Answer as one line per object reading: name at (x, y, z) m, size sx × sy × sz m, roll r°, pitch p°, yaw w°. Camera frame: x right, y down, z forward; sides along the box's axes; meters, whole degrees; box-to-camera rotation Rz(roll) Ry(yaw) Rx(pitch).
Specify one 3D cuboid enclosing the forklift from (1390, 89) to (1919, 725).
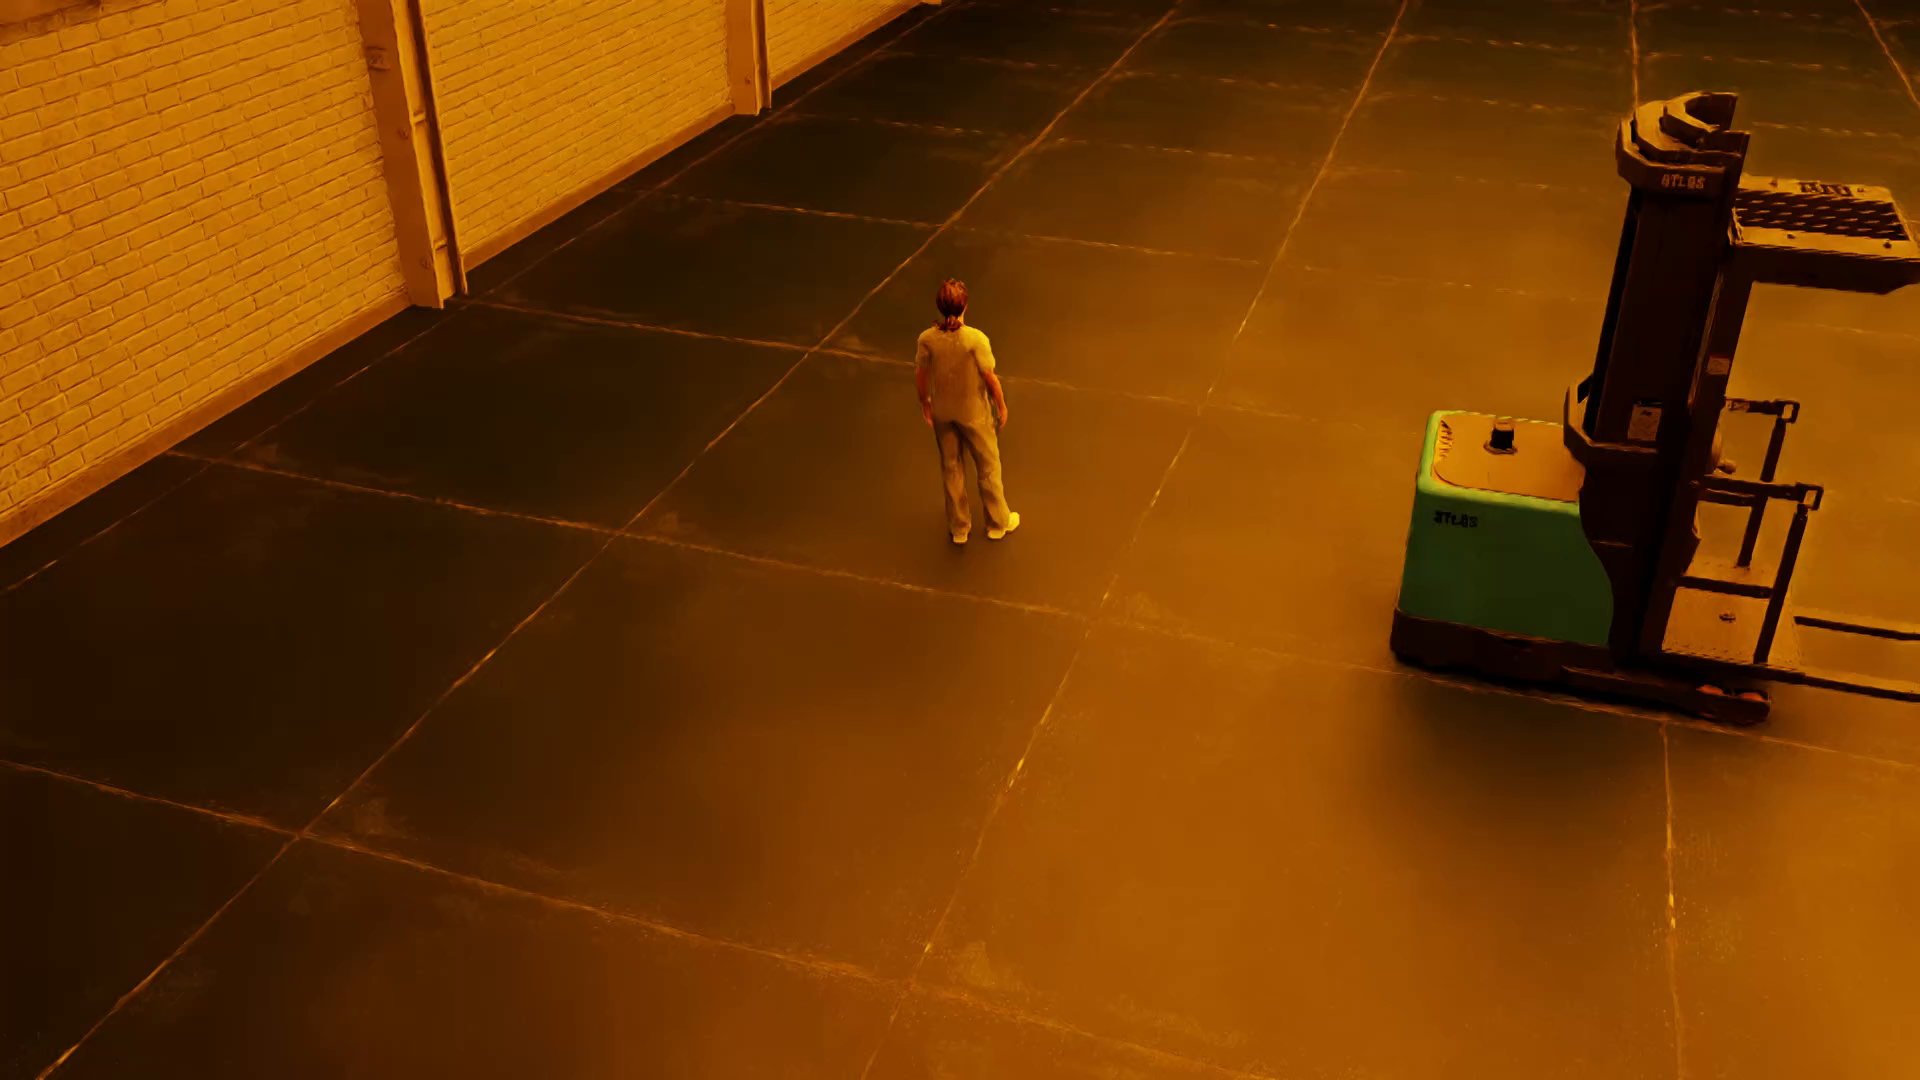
forklift at (3.894, -0.629, 8.240) m, size 3.031 × 2.935 × 1.130 m, roll 9°, pitch 31°, yaw 15°

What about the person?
person at (0.036, -0.767, 9.735) m, size 0.550 × 1.674 × 0.548 m, roll 10°, pitch 31°, yaw 16°
